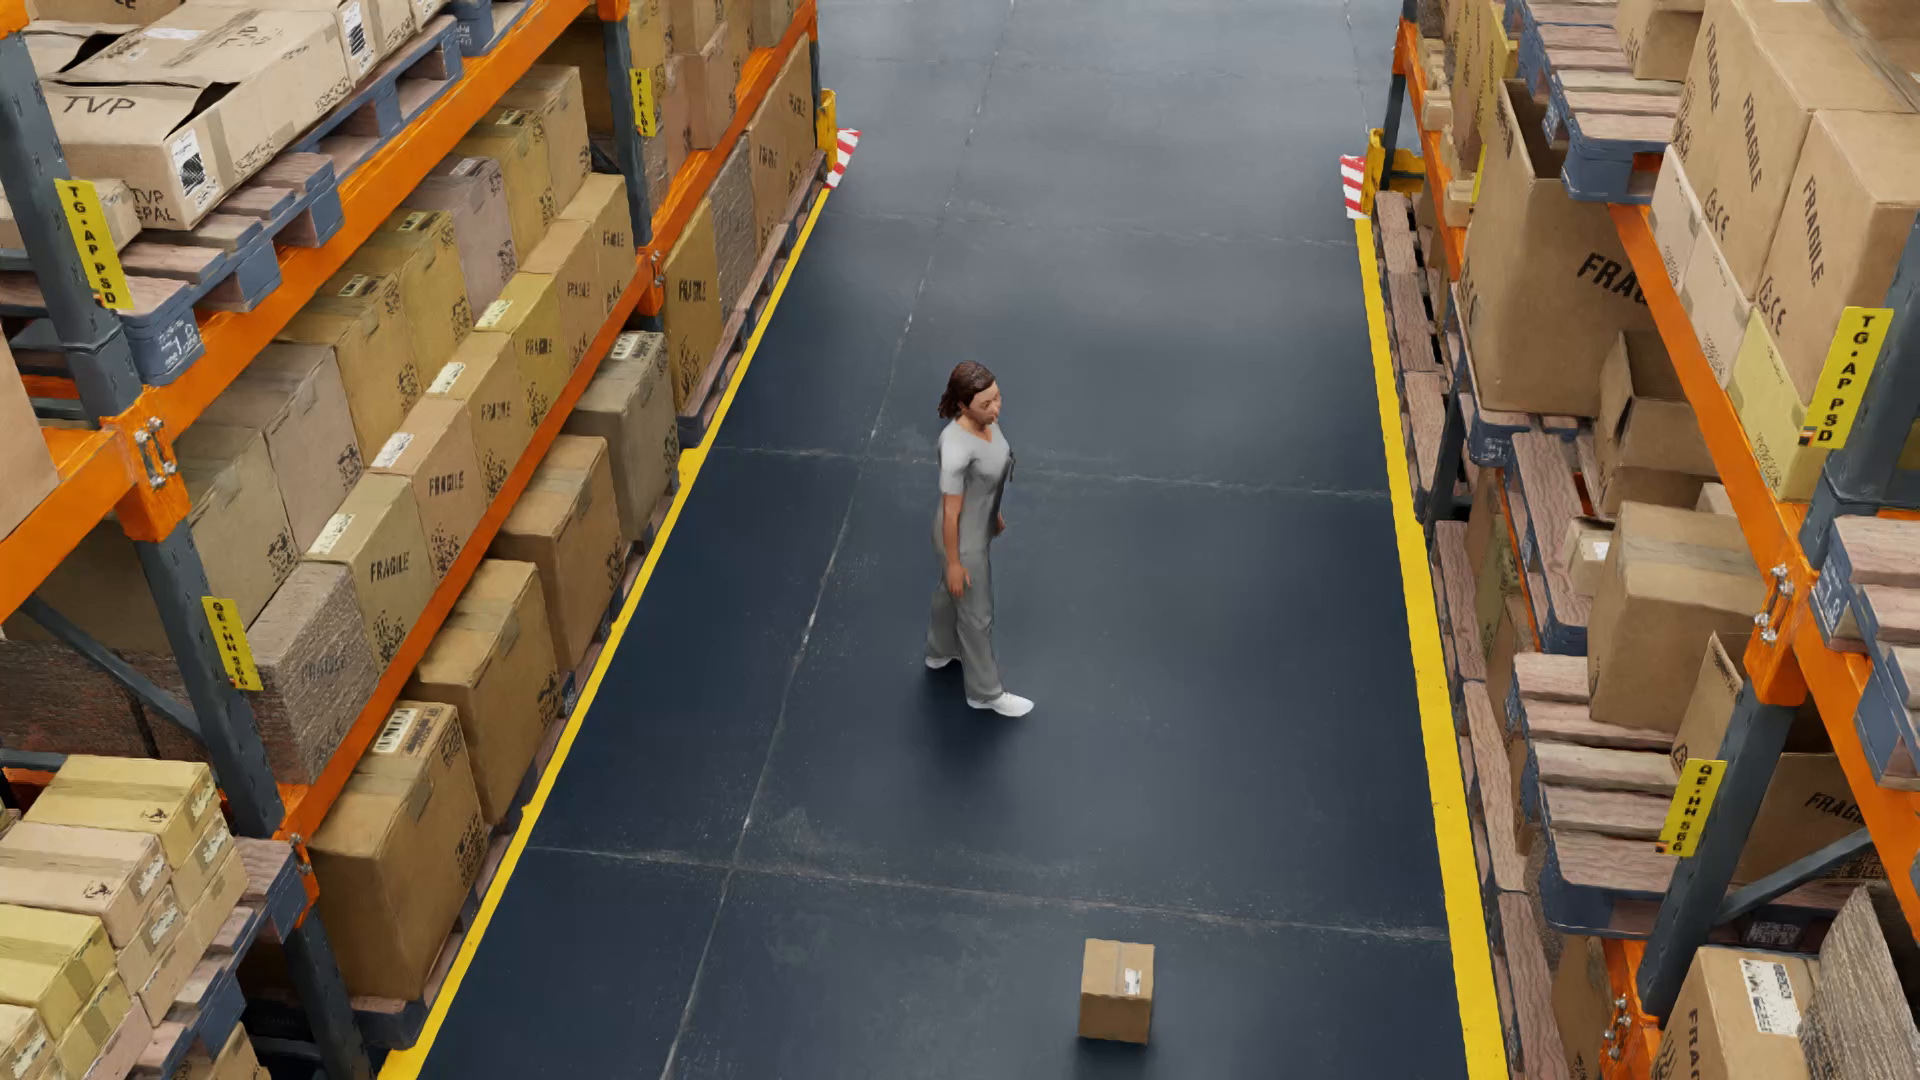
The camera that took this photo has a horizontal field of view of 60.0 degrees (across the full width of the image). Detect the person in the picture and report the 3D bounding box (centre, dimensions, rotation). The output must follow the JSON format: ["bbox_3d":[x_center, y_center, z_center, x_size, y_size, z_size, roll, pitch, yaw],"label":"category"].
[{"bbox_3d":[0.079,-0.009,7.011,0.569,1.667,0.577,9,37,12],"label":"person"}]
